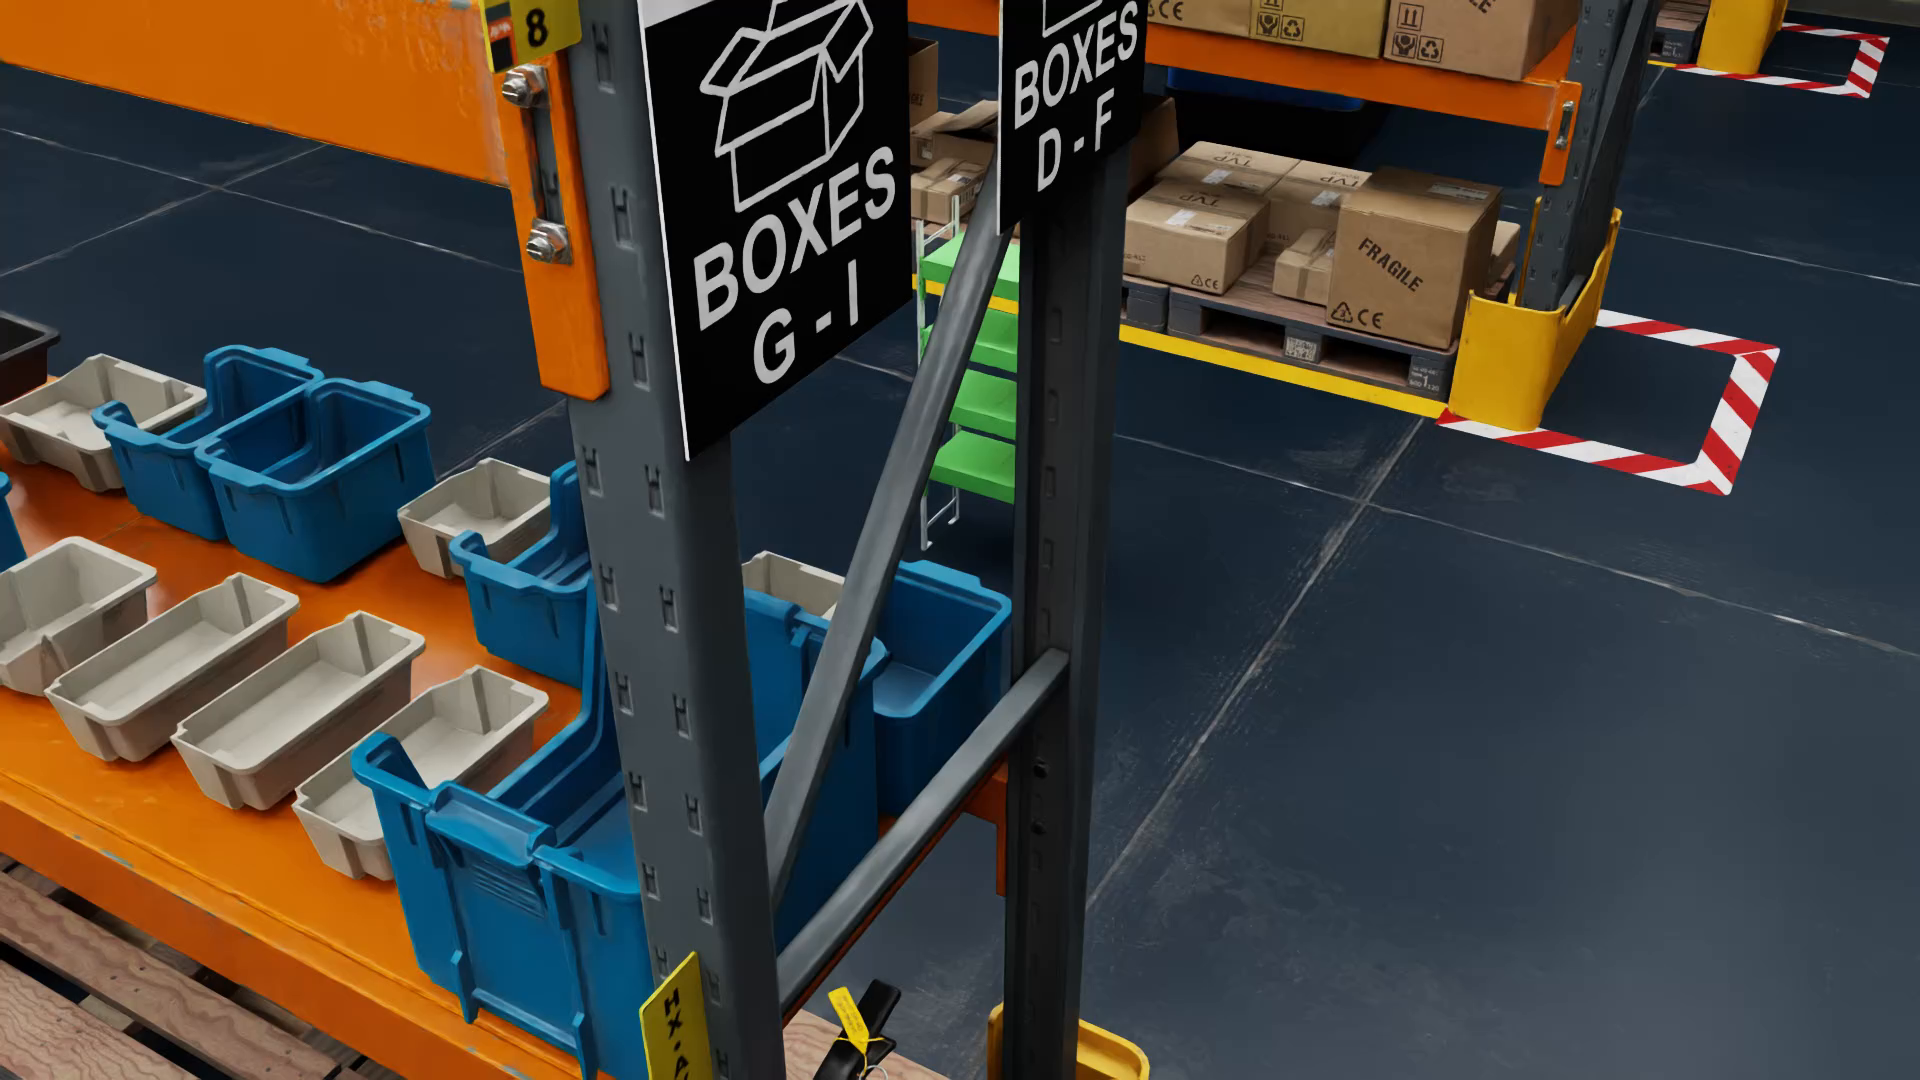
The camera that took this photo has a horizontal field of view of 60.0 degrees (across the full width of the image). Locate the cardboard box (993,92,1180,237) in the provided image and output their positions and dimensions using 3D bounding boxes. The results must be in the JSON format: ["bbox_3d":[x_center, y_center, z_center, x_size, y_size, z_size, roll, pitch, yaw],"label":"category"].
[{"bbox_3d":[0.554,-1.686,7.431,0.637,0.503,0.797,18,37,24],"label":"cardboard box"}]

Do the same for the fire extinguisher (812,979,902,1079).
[{"bbox_3d":[-0.162,0.874,2.137,0.183,0.674,0.296,18,37,24],"label":"fire extinguisher"}]

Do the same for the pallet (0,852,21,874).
[{"bbox_3d":[-2.883,0.671,4.552,1.213,0.211,1.003,18,37,24],"label":"pallet"}]

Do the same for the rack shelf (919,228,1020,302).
[{"bbox_3d":[0.144,-0.800,5.118,0.480,0.148,0.258,18,37,24],"label":"rack shelf"}]

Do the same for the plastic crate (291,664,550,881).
[{"bbox_3d":[-0.866,0.374,2.665,0.243,0.136,0.396,18,37,24],"label":"plastic crate"}]

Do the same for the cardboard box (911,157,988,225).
[{"bbox_3d":[-0.067,-1.607,7.616,0.250,0.166,0.380,18,37,24],"label":"cardboard box"}]

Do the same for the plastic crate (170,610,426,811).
[{"bbox_3d":[-1.110,0.288,2.795,0.243,0.136,0.396,18,37,24],"label":"plastic crate"}]

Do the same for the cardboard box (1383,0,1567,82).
[{"bbox_3d":[1.869,-1.990,5.941,0.500,0.500,0.500,19,38,26],"label":"cardboard box"}]

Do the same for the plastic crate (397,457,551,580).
[{"bbox_3d":[-0.945,-0.029,3.272,0.298,0.136,0.250,18,37,24],"label":"plastic crate"}]

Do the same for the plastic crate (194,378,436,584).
[{"bbox_3d":[-1.262,-0.117,3.316,0.300,0.233,0.416,18,37,24],"label":"plastic crate"}]

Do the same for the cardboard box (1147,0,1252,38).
[{"bbox_3d":[0.987,-2.270,6.363,0.500,0.500,0.500,18,38,25],"label":"cardboard box"}]

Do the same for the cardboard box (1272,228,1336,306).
[{"bbox_3d":[1.492,-1.145,6.923,0.250,0.166,0.380,18,37,24],"label":"cardboard box"}]

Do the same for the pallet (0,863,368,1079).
[{"bbox_3d":[-1.820,1.006,4.049,1.213,0.211,1.003,18,37,24],"label":"pallet"}]

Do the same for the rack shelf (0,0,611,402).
[{"bbox_3d":[-1.804,-1.072,2.597,4.000,0.370,1.077,18,37,24],"label":"rack shelf"}]

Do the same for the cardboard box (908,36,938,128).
[{"bbox_3d":[-0.444,-2.178,8.173,0.500,0.500,0.500,18,37,24],"label":"cardboard box"}]

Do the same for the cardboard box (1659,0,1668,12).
[{"bbox_3d":[4.191,-3.619,10.355,0.500,0.500,0.700,18,37,24],"label":"cardboard box"}]

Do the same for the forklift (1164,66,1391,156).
[{"bbox_3d":[2.126,-4.011,9.129,1.130,2.935,3.031,13,36,19],"label":"forklift"}]

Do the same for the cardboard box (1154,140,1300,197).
[{"bbox_3d":[1.194,-1.556,7.464,0.500,0.250,0.500,18,37,24],"label":"cardboard box"}]

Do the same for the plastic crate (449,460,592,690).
[{"bbox_3d":[-0.690,0.064,3.044,0.300,0.233,0.416,18,37,24],"label":"plastic crate"}]

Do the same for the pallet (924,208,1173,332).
[{"bbox_3d":[0.579,-1.371,7.618,1.213,0.211,1.003,18,37,24],"label":"pallet"}]

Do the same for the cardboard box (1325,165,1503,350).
[{"bbox_3d":[1.799,-1.130,6.598,0.500,0.500,0.500,18,37,24],"label":"cardboard box"}]

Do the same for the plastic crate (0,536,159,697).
[{"bbox_3d":[-1.630,0.150,3.002,0.250,0.136,0.298,18,37,24],"label":"plastic crate"}]

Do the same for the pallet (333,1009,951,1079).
[{"bbox_3d":[-0.765,1.342,3.544,1.213,0.211,1.003,18,37,24],"label":"pallet"}]

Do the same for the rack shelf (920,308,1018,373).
[{"bbox_3d":[0.144,-0.600,5.251,0.480,0.148,0.258,18,37,24],"label":"rack shelf"}]

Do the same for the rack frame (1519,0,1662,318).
[{"bbox_3d":[2.393,-1.956,5.981,0.127,3.000,1.000,18,37,24],"label":"rack frame"}]

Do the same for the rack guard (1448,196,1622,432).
[{"bbox_3d":[2.327,-0.936,6.705,0.348,0.500,1.175,18,37,24],"label":"rack guard"}]

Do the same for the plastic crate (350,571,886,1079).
[{"bbox_3d":[-0.451,0.385,2.380,0.499,0.435,0.616,18,37,24],"label":"plastic crate"}]

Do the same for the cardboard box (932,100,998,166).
[{"bbox_3d":[0.207,-1.893,7.916,0.500,0.311,0.500,18,37,24],"label":"cardboard box"}]

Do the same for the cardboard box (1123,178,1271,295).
[{"bbox_3d":[0.989,-1.301,7.082,0.500,0.250,0.500,18,37,24],"label":"cardboard box"}]

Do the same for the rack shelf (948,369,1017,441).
[{"bbox_3d":[0.144,-0.401,5.384,0.480,0.148,0.258,18,37,24],"label":"rack shelf"}]

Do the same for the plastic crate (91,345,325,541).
[{"bbox_3d":[-1.523,-0.199,3.440,0.300,0.233,0.416,18,37,24],"label":"plastic crate"}]

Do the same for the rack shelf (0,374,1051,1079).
[{"bbox_3d":[-1.804,0.176,3.428,4.000,0.370,1.077,18,37,24],"label":"rack shelf"}]

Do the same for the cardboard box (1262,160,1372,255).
[{"bbox_3d":[1.628,-1.418,7.257,0.500,0.250,0.500,18,37,24],"label":"cardboard box"}]

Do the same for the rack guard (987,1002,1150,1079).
[{"bbox_3d":[-0.040,1.468,3.095,0.348,0.500,1.175,18,37,24],"label":"rack guard"}]

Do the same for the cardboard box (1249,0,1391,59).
[{"bbox_3d":[1.417,-2.131,6.153,0.500,0.500,0.500,18,38,25],"label":"cardboard box"}]

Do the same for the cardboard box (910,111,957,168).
[{"bbox_3d":[-0.089,-1.958,8.159,0.250,0.149,0.380,18,37,24],"label":"cardboard box"}]

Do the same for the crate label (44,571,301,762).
[{"bbox_3d":[-1.364,0.223,2.893,0.243,0.136,0.396,18,37,24],"label":"crate label"}]

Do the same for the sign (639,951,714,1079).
[{"bbox_3d":[-0.327,0.628,1.953,0.005,0.325,0.100,18,37,24],"label":"sign"}]

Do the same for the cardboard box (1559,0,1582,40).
[{"bbox_3d":[2.139,-2.246,6.327,0.500,0.500,0.500,18,38,25],"label":"cardboard box"}]

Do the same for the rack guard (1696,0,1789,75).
[{"bbox_3d":[4.869,-3.294,10.245,0.348,0.500,1.175,18,37,24],"label":"rack guard"}]

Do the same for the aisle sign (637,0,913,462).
[{"bbox_3d":[-0.151,-0.494,1.441,0.004,0.787,0.394,18,37,24],"label":"aisle sign"}]

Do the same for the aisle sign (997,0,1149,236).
[{"bbox_3d":[0.142,-0.778,1.867,0.004,0.787,0.394,18,37,24],"label":"aisle sign"}]

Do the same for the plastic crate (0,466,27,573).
[{"bbox_3d":[-1.978,0.030,3.095,0.300,0.233,0.416,18,37,24],"label":"plastic crate"}]

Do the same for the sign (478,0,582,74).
[{"bbox_3d":[-0.327,-0.509,1.196,0.005,0.325,0.100,18,37,24],"label":"sign"}]

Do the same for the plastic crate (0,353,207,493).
[{"bbox_3d":[-1.880,-0.254,3.609,0.466,0.136,0.293,18,37,24],"label":"plastic crate"}]

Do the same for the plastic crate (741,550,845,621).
[{"bbox_3d":[-0.356,0.157,2.991,0.298,0.136,0.250,18,37,24],"label":"plastic crate"}]

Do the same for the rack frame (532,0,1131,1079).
[{"bbox_3d":[-0.069,0.428,2.400,0.053,2.616,0.949,18,37,24],"label":"rack frame"}]

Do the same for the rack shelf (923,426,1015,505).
[{"bbox_3d":[0.144,-0.201,5.518,0.480,0.148,0.258,18,37,24],"label":"rack shelf"}]

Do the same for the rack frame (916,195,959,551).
[{"bbox_3d":[-0.068,-0.521,5.450,0.015,1.200,0.240,18,37,24],"label":"rack frame"}]

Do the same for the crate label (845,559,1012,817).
[{"bbox_3d":[-0.119,0.245,2.772,0.303,0.233,0.416,18,37,24],"label":"crate label"}]

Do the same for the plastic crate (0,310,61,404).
[{"bbox_3d":[-2.436,-0.405,3.846,0.590,0.125,0.437,18,37,24],"label":"plastic crate"}]

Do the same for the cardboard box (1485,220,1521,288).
[{"bbox_3d":[2.200,-1.233,7.070,0.250,0.149,0.380,18,37,24],"label":"cardboard box"}]

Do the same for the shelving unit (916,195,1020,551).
[{"bbox_3d":[0.144,-0.454,5.349,0.503,1.200,0.258,18,37,24],"label":"shelving unit"}]

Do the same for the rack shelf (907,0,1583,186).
[{"bbox_3d":[0.657,-2.206,7.006,4.000,0.370,1.077,18,37,24],"label":"rack shelf"}]

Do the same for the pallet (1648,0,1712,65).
[{"bbox_3d":[4.115,-3.362,10.609,1.213,0.211,1.003,18,37,24],"label":"pallet"}]

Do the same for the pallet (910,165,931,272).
[{"bbox_3d":[-0.484,-1.706,8.121,1.213,0.211,1.003,18,37,24],"label":"pallet"}]

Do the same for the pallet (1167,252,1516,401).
[{"bbox_3d":[1.635,-1.035,7.114,1.213,0.211,1.003,18,37,24],"label":"pallet"}]
